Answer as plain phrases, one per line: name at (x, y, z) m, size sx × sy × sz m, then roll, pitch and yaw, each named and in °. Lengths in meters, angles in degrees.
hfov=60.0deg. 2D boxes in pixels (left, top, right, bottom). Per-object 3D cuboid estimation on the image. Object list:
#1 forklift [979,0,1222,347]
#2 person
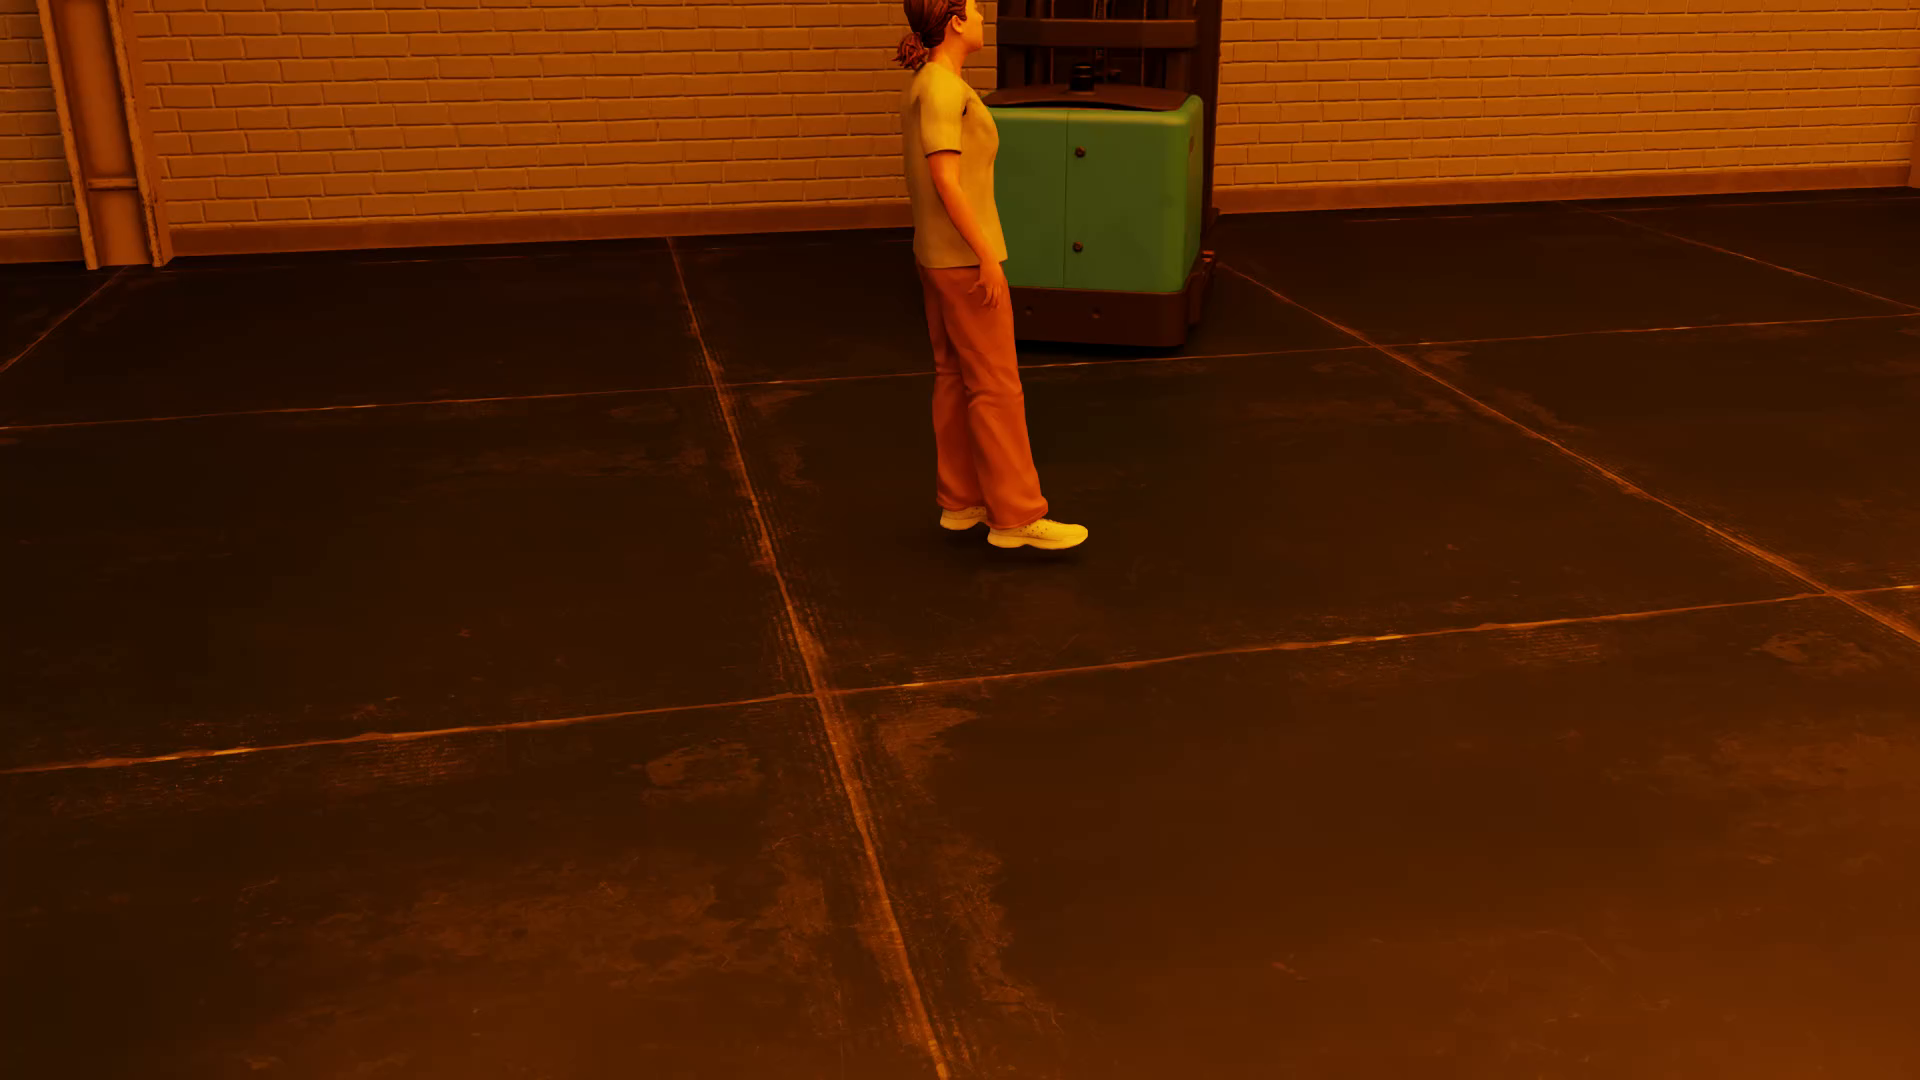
forklift at (0.775, -2.709, 8.278) m, size 1.130 × 2.935 × 3.031 m, roll 4°, pitch 21°, yaw 11°
person at (0.075, -0.829, 4.987) m, size 0.547 × 1.673 × 0.554 m, roll -5°, pitch 21°, yaw -12°
